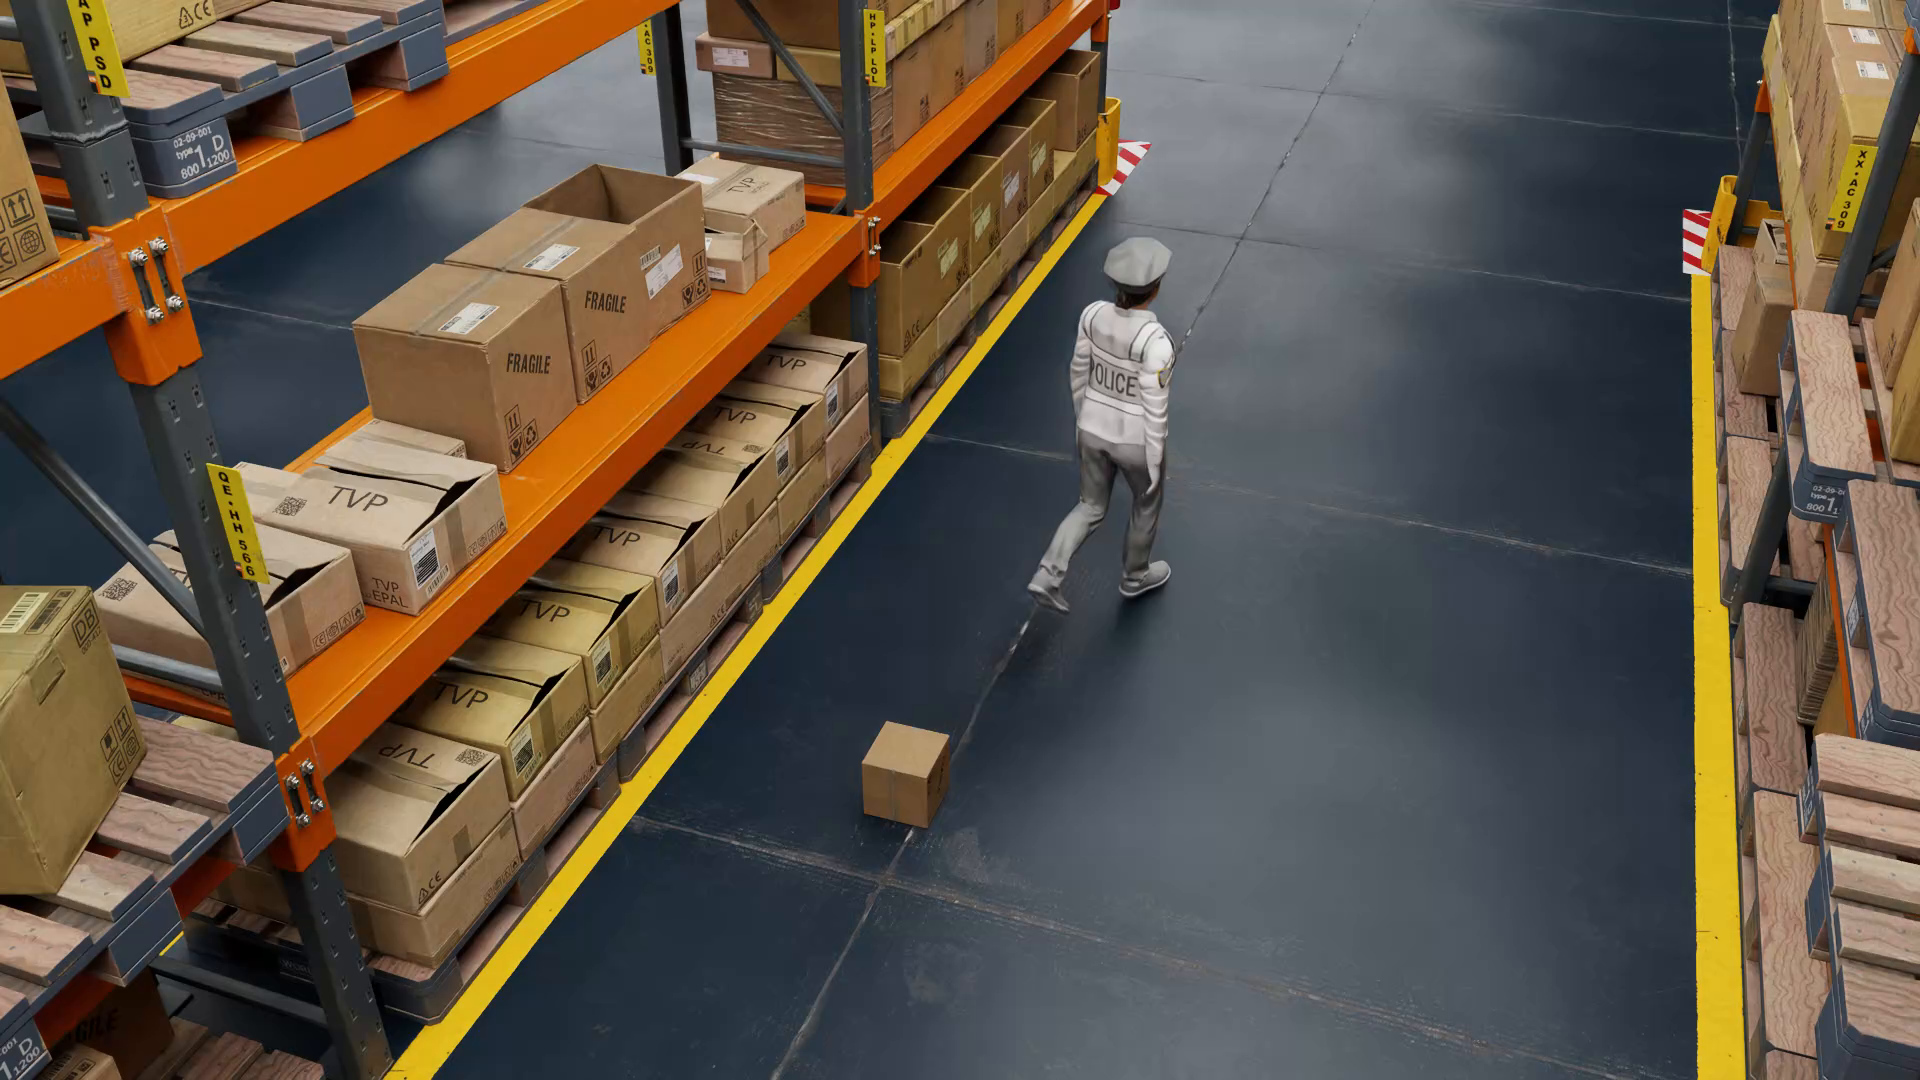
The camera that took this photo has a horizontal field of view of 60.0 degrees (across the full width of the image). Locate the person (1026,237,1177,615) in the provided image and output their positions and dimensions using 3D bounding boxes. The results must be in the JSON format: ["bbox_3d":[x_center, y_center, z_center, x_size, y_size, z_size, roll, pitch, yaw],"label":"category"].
[{"bbox_3d":[0.598,-0.410,6.715,0.494,1.653,0.807,26,41,34],"label":"person"}]
